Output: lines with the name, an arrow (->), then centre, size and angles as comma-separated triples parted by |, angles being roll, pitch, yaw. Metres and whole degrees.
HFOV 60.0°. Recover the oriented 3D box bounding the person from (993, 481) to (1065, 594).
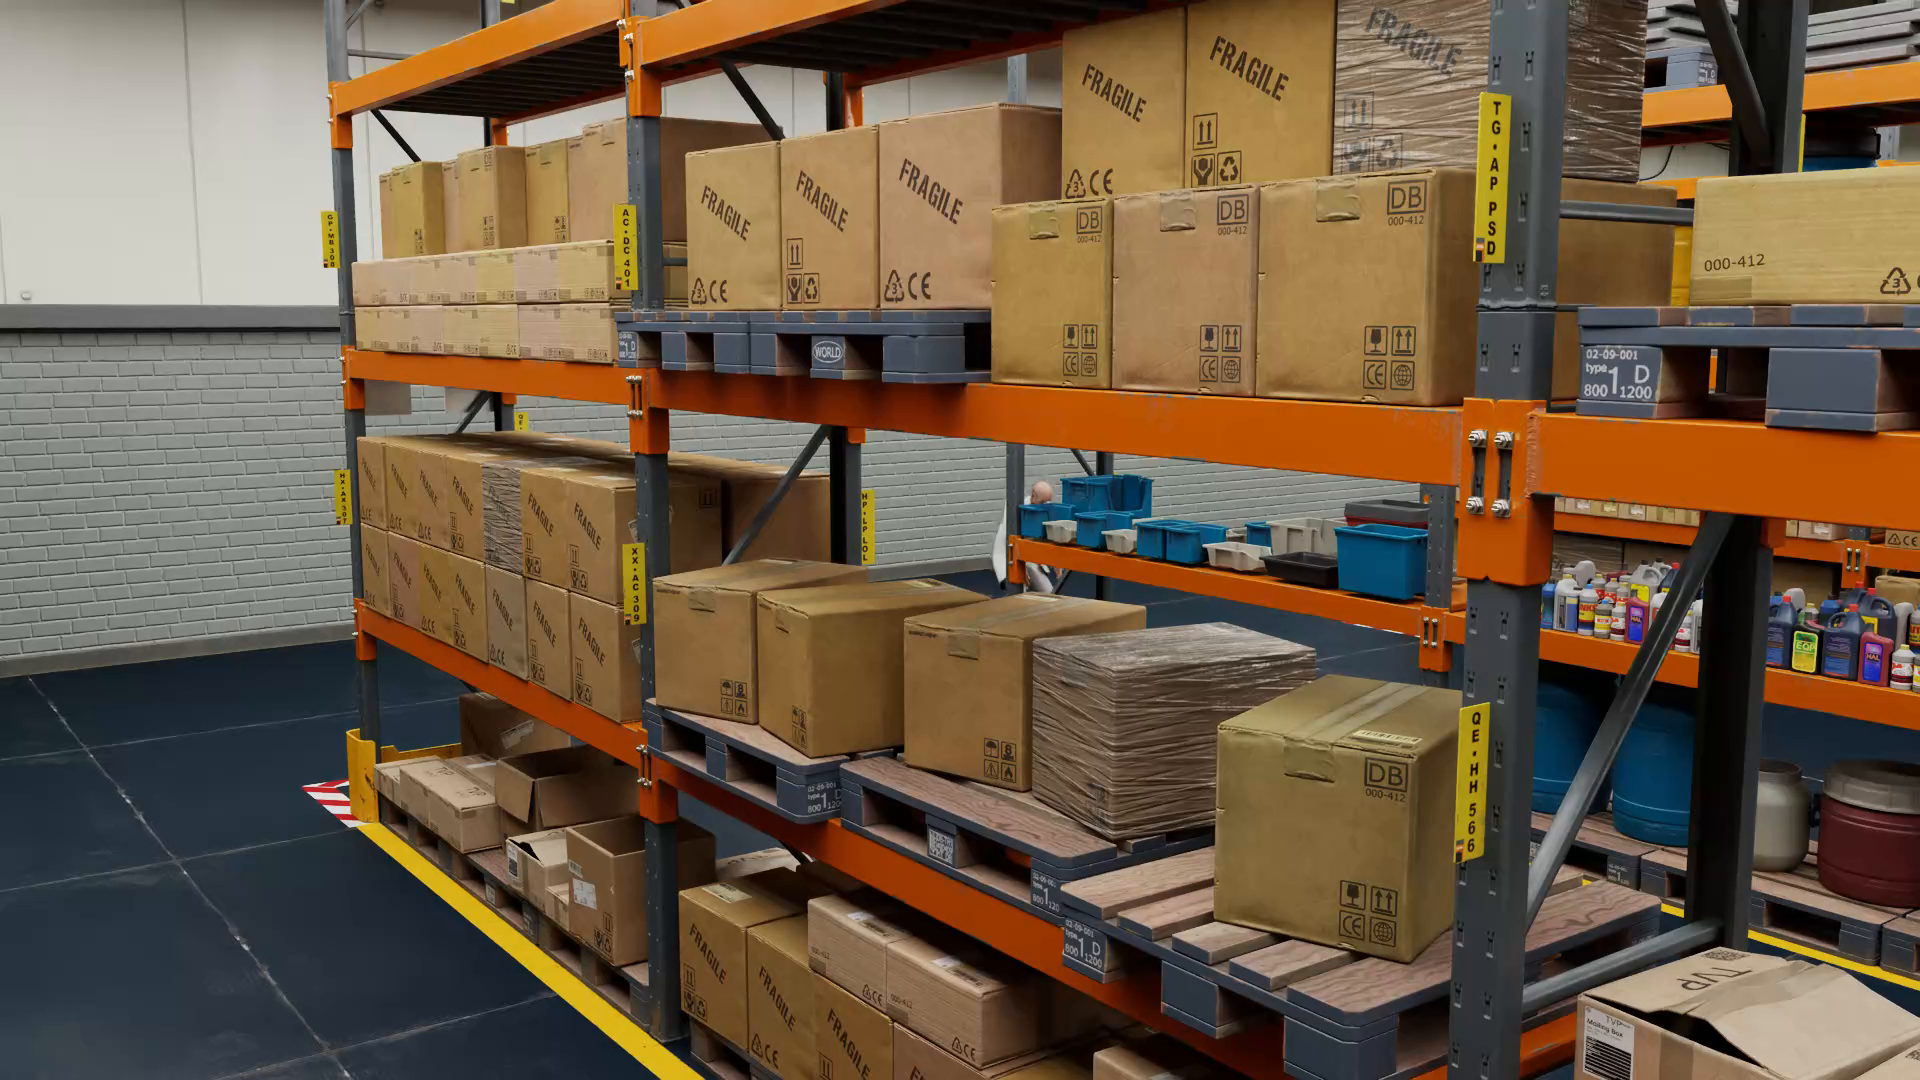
person -> 0.610, 0.211, 15.205 | 0.626, 1.538, 0.636 | -5, 9, -35
